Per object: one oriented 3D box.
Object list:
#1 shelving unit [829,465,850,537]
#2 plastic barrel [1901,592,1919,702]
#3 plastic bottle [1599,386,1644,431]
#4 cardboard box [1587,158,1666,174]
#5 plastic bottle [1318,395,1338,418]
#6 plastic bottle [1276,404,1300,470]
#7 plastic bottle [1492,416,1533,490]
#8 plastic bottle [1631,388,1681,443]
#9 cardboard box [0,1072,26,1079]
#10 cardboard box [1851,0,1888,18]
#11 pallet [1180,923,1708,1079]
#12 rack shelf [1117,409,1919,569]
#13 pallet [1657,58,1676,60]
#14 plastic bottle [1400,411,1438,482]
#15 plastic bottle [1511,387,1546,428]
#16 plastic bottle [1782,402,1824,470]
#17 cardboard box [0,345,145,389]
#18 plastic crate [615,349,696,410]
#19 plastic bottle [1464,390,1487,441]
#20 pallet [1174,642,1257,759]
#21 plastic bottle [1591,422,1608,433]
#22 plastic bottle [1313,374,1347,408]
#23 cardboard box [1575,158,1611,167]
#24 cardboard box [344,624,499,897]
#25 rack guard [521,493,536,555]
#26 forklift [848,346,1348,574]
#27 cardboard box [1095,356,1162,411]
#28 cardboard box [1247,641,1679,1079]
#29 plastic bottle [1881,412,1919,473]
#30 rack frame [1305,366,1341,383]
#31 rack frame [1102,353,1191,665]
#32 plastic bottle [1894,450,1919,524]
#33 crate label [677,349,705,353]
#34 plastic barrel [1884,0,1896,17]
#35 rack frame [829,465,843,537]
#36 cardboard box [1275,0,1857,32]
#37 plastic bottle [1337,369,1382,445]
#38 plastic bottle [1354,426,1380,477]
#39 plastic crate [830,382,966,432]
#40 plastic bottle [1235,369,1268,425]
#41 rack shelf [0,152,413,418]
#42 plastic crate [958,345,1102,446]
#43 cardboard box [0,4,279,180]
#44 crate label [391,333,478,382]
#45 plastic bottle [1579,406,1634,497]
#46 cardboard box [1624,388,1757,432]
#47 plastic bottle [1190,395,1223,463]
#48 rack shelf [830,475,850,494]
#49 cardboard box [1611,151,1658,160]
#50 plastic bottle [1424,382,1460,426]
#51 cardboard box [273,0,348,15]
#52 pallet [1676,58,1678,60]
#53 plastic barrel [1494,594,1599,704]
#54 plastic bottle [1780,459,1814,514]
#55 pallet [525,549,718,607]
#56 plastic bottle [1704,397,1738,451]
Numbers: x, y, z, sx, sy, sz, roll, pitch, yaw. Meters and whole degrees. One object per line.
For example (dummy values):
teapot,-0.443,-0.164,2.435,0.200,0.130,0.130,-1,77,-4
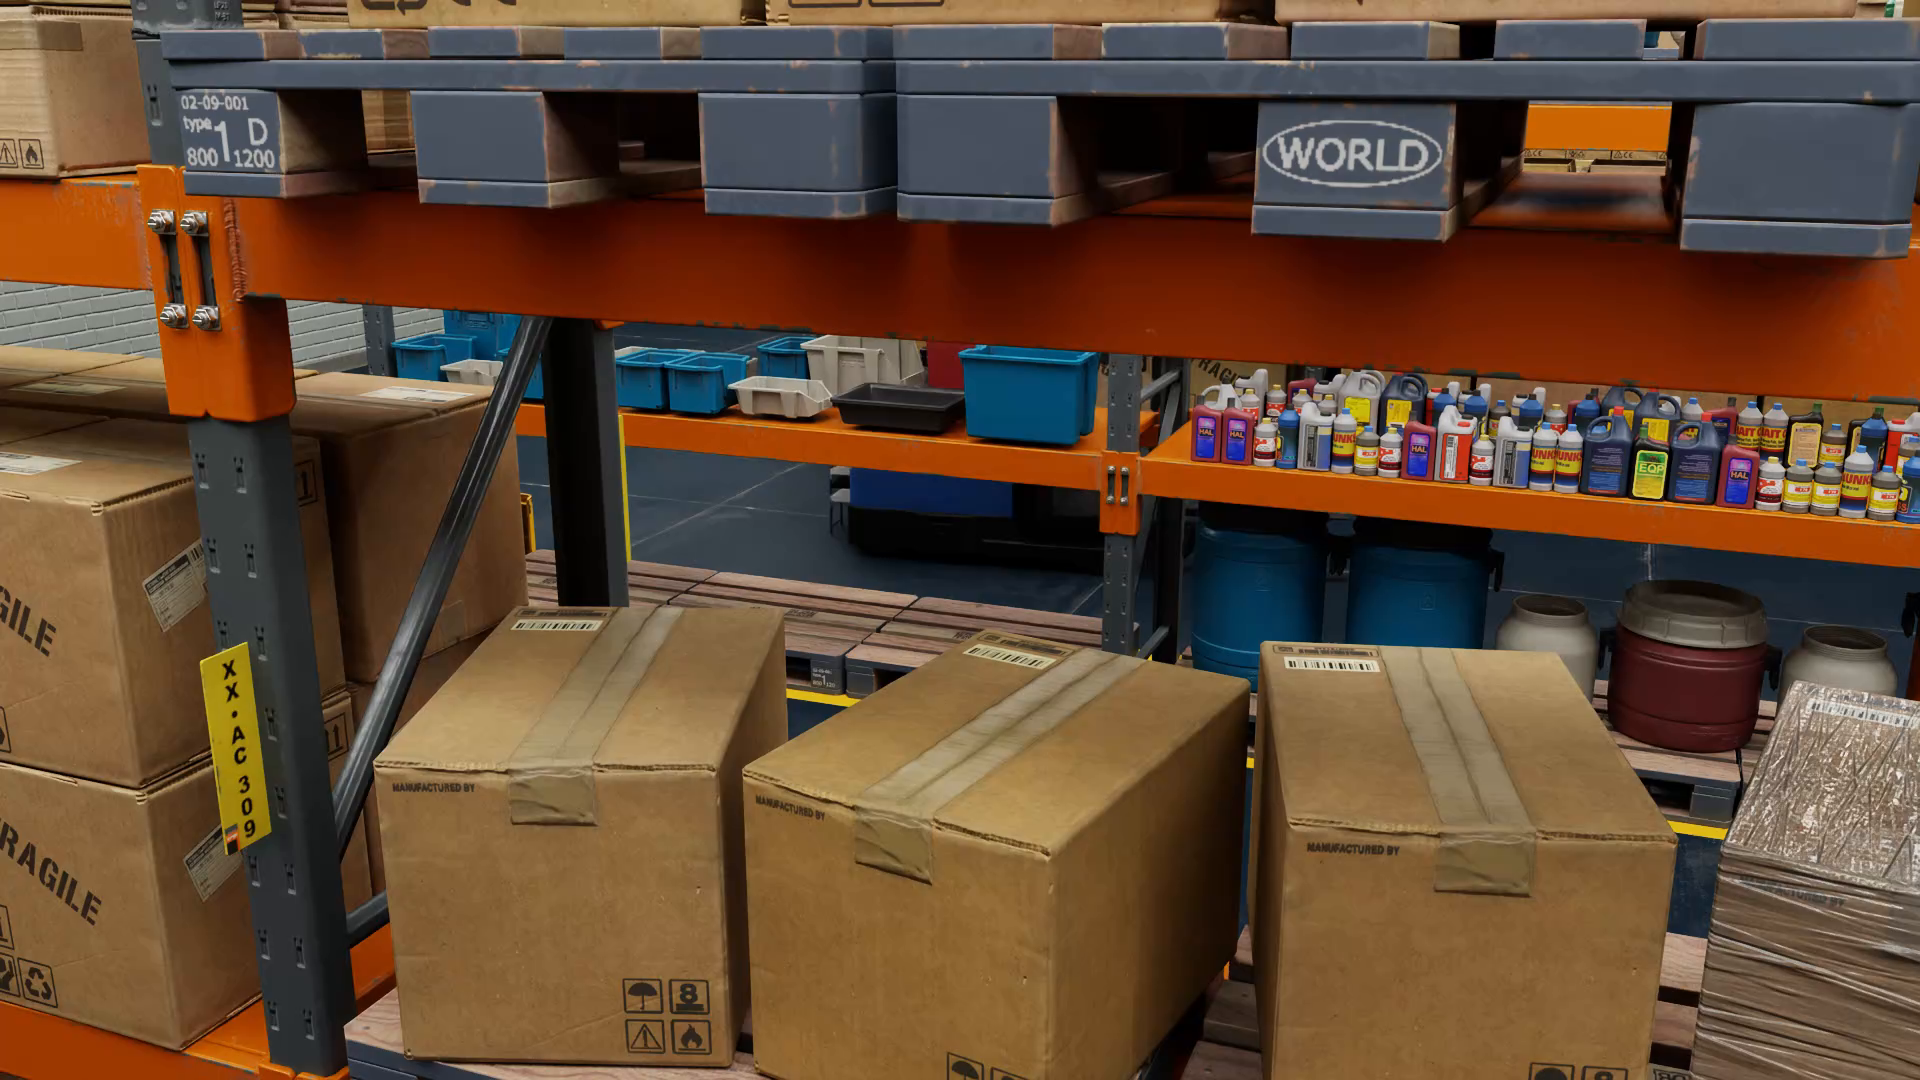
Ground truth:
shelving unit,-0.706,-0.479,10.711,0.210,0.900,0.258,4,17,13
plastic barrel,4.139,0.522,6.635,0.708,0.830,0.600,6,17,21
plastic bottle,2.879,-0.537,7.231,0.185,0.351,0.144,6,17,21
cardboard box,4.512,-2.301,11.240,0.637,0.503,0.797,7,18,22
plastic bottle,1.676,-0.559,7.575,0.097,0.201,0.097,0,16,0
plastic bottle,1.393,-0.442,7.046,0.097,0.271,0.097,0,16,0
plastic bottle,2.247,-0.358,6.749,0.135,0.276,0.152,6,17,21
plastic bottle,2.949,-0.484,7.048,0.185,0.351,0.144,6,17,21
cardboard box,-2.691,1.399,4.164,0.637,0.503,0.797,6,17,21
cardboard box,5.824,-3.293,10.318,0.637,0.503,0.797,7,18,24
pallet,0.969,0.906,2.518,1.213,0.211,1.003,6,17,21
rack shelf,2.740,-0.132,7.039,4.000,0.370,1.077,6,17,21
pallet,6.112,-4.397,15.397,1.003,0.211,1.213,6,17,21
plastic bottle,1.890,-0.387,6.837,0.133,0.283,0.061,6,17,21
plastic bottle,2.515,-0.540,7.375,0.135,0.276,0.152,6,17,21
plastic bottle,3.564,-0.442,7.024,0.133,0.283,0.061,6,17,21
cardboard box,-2.235,-0.153,3.847,0.500,0.500,0.500,6,17,19
plastic crate,-1.508,-0.795,8.223,0.300,0.233,0.416,6,17,21
plastic bottle,2.271,-0.527,7.340,0.097,0.271,0.097,0,16,0
pallet,1.582,0.747,7.723,1.213,0.211,1.003,6,17,21
plastic bottle,2.579,-0.354,6.745,0.097,0.271,0.097,0,16,0
plastic bottle,1.705,-0.629,7.682,0.135,0.276,0.152,6,17,21
cardboard box,7.594,-4.482,20.106,0.500,0.250,0.500,7,17,21
cardboard box,-1.316,0.431,3.629,0.500,0.500,0.500,7,18,22
rack guard,-2.869,0.110,9.398,0.348,0.500,1.175,6,17,21
forklift,0.876,-1.353,10.078,3.031,2.935,1.130,4,17,13
cardboard box,1.275,-1.328,12.927,0.875,0.875,0.875,6,17,21
cardboard box,0.725,0.517,2.580,0.500,0.500,0.700,2,16,7
plastic bottle,3.886,-0.389,6.856,0.135,0.276,0.152,6,17,21
rack frame,2.697,-1.967,12.068,0.127,3.000,1.000,6,17,21
rack frame,0.880,-0.682,7.644,0.127,3.000,1.000,6,17,21
plastic bottle,3.571,-0.202,6.220,0.097,0.271,0.097,0,16,0
crate label,-1.484,-0.902,8.765,0.243,0.136,0.396,6,17,21
plastic barrel,3.699,-2.009,6.358,0.294,0.245,0.294,0,16,0
rack frame,-0.805,-0.486,10.734,0.006,0.900,0.240,4,17,13
cardboard box,0.742,-0.930,2.004,0.600,0.600,0.600,6,17,18
plastic bottle,1.802,-0.612,7.490,0.185,0.351,0.144,6,17,21
plastic bottle,1.699,-0.374,6.939,0.097,0.201,0.097,0,16,0
plastic crate,-0.260,-0.624,7.828,0.590,0.125,0.437,6,17,21
plastic bottle,1.365,-0.666,7.811,0.135,0.276,0.152,6,17,21
rack shelf,-2.802,-0.698,3.607,4.000,0.370,1.077,6,17,21
plastic crate,0.320,-0.663,7.497,0.575,0.384,0.392,6,17,21
cardboard box,-1.491,-0.747,2.756,0.500,0.250,0.500,6,17,21
crate label,-2.733,-0.929,8.687,0.303,0.233,0.416,6,17,21
plastic bottle,2.576,-0.357,6.611,0.185,0.351,0.144,6,17,21
cardboard box,4.957,-0.908,11.479,0.875,0.875,1.225,6,17,21
plastic bottle,1.064,-0.478,7.150,0.133,0.283,0.061,6,17,21
rack shelf,-0.706,-0.361,10.745,0.200,0.077,0.258,4,17,13
cardboard box,8.069,-4.798,19.847,0.500,0.500,0.500,6,17,20
plastic bottle,2.174,-0.577,7.504,0.135,0.276,0.152,6,17,21
cardboard box,-1.303,-1.121,3.146,0.500,0.250,0.500,6,17,21
pallet,4.758,-3.073,10.838,1.213,0.211,1.003,7,18,23
plastic barrel,2.531,0.524,7.197,0.421,0.512,0.421,0,16,0
plastic bottle,3.209,-0.208,6.367,0.097,0.201,0.097,0,16,0
pallet,-2.089,0.342,9.117,1.213,0.211,1.003,6,17,21
plastic bottle,3.258,-0.475,7.140,0.133,0.283,0.061,6,17,21
